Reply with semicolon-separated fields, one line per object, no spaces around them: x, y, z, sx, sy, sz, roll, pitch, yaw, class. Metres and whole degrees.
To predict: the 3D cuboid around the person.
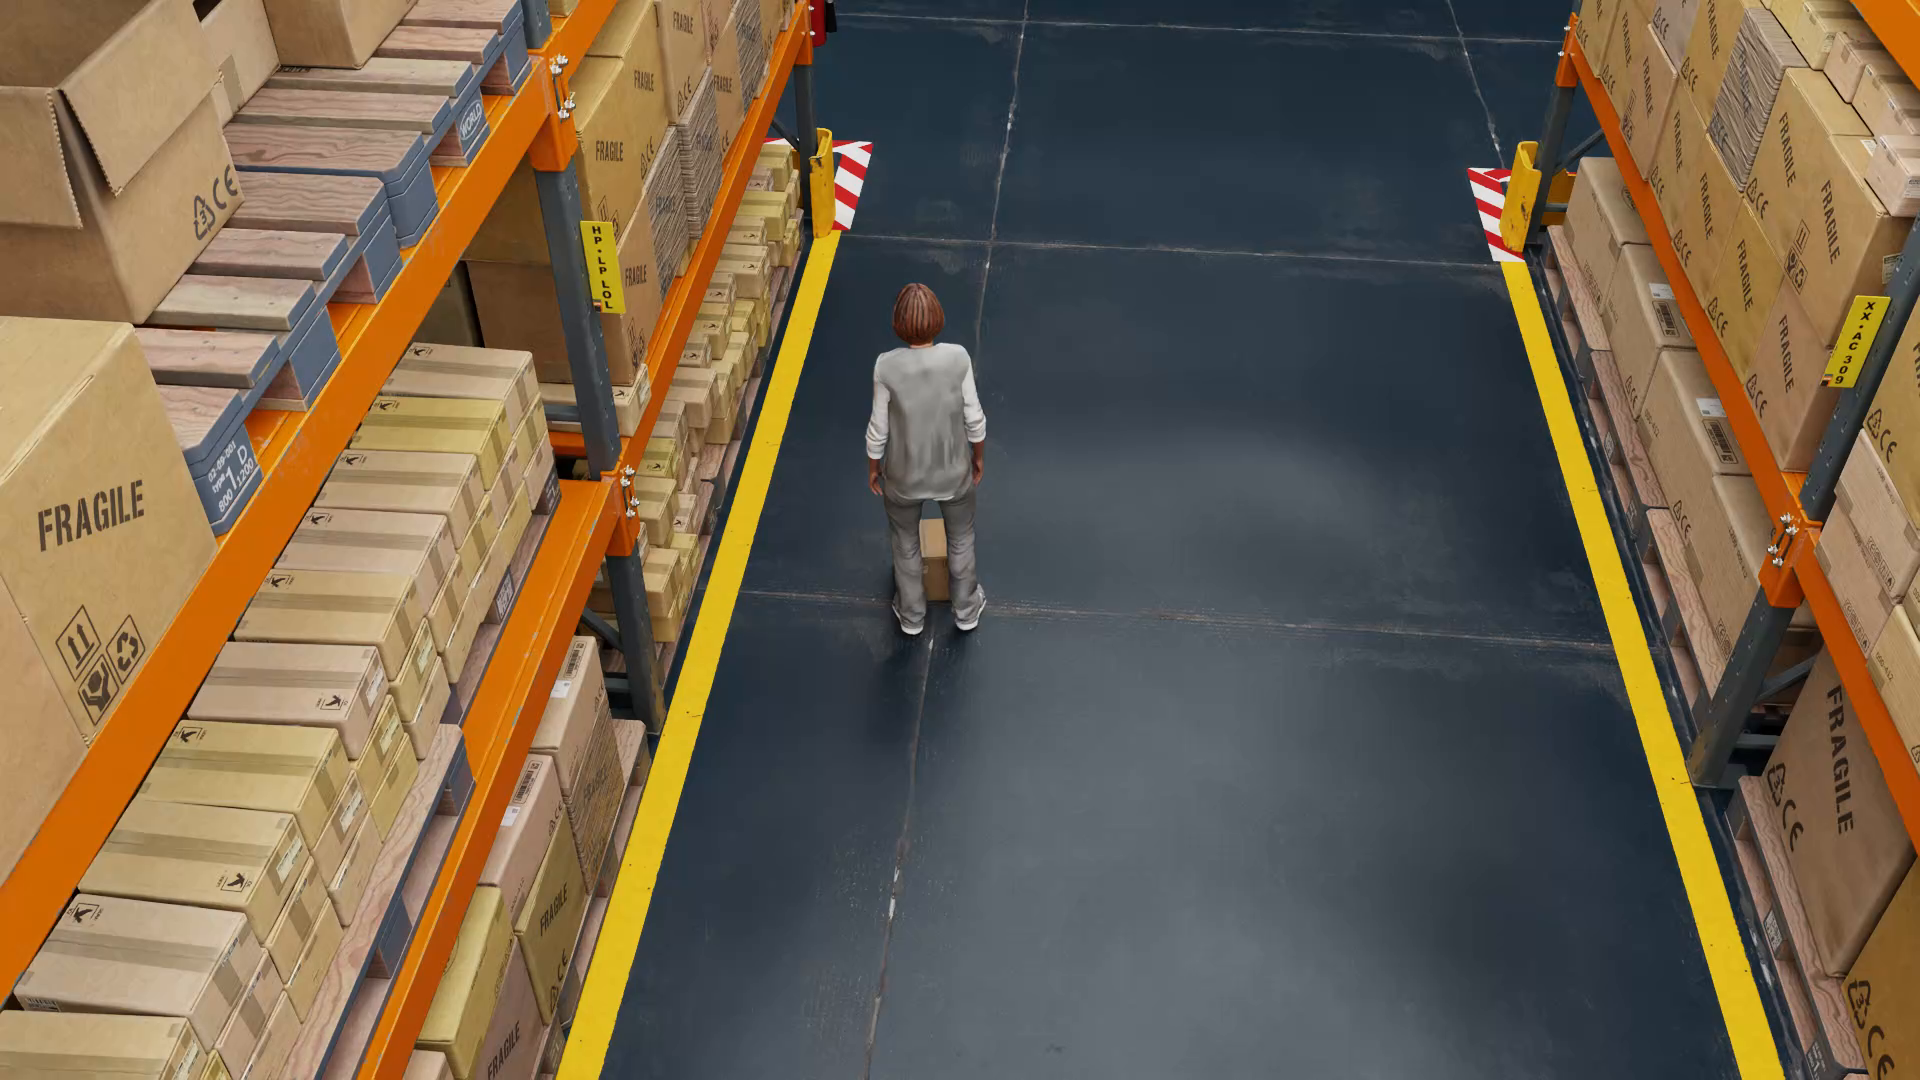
-0.122;-0.270;6.480;0.485;1.592;0.347;-5;41;-5;person
